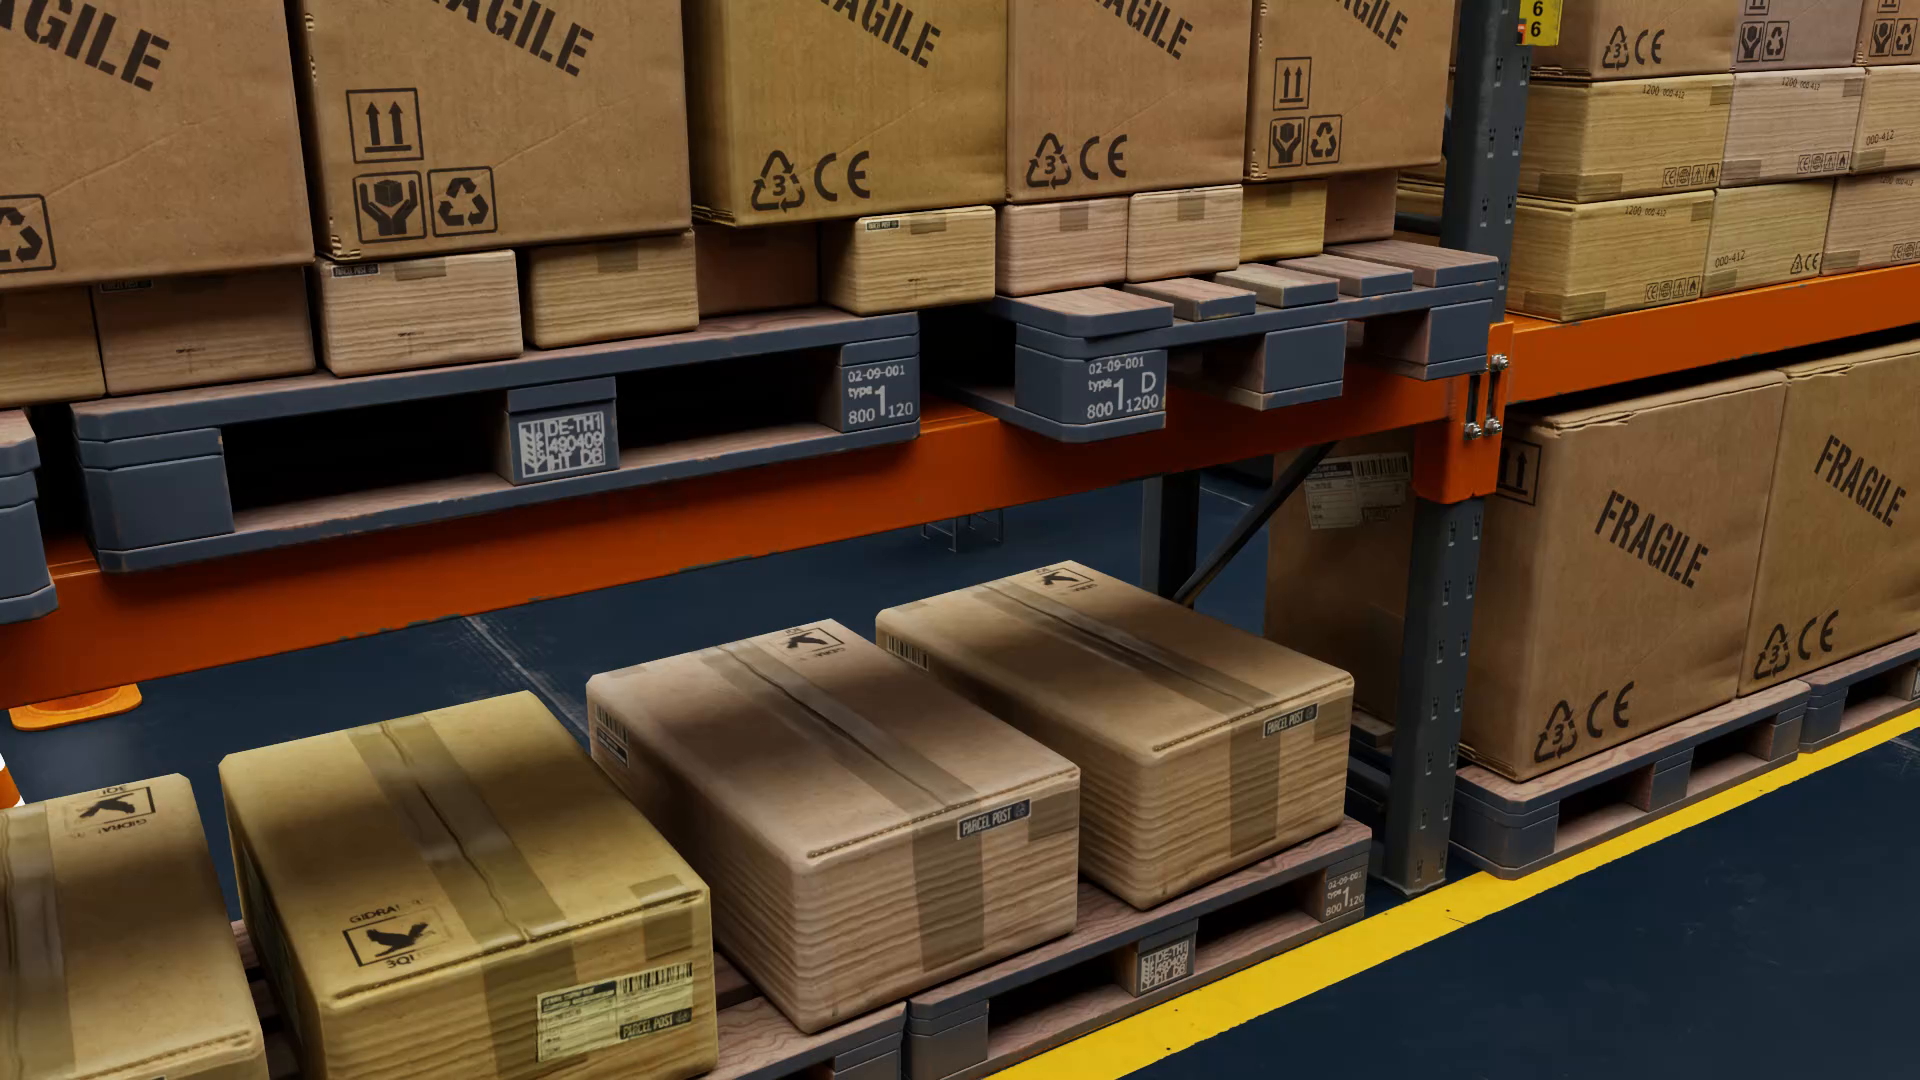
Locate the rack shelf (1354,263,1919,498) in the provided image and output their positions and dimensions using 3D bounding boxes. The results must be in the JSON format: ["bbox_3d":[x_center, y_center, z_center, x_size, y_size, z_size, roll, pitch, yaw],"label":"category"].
[{"bbox_3d":[2.474,-0.753,4.910,4.000,0.370,1.077,-12,22,-31],"label":"rack shelf"}]

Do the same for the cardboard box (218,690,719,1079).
[{"bbox_3d":[-0.922,0.666,3.039,0.625,0.372,0.950,-11,22,-30],"label":"cardboard box"}]

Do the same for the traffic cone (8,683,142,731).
[{"bbox_3d":[-2.579,0.254,4.771,0.334,0.463,0.336,-12,22,-31],"label":"traffic cone"}]

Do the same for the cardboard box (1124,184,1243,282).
[{"bbox_3d":[0.289,-0.577,3.006,0.250,0.149,0.380,-12,22,-32],"label":"cardboard box"}]

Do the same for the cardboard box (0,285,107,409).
[{"bbox_3d":[-1.256,-0.275,2.112,0.250,0.149,0.380,-12,22,-31],"label":"cardboard box"}]

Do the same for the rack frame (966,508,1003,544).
[{"bbox_3d":[0.092,-0.446,6.158,0.006,0.900,0.240,-12,22,-31],"label":"rack frame"}]

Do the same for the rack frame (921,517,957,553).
[{"bbox_3d":[-0.078,-0.410,6.052,0.006,0.900,0.240,-12,22,-31],"label":"rack frame"}]

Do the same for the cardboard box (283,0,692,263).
[{"bbox_3d":[-0.726,-0.695,2.340,0.500,0.500,0.500,-13,23,-34],"label":"cardboard box"}]

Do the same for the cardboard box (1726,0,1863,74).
[{"bbox_3d":[1.759,-1.373,3.907,0.500,0.500,0.500,-12,22,-31],"label":"cardboard box"}]

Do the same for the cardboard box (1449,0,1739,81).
[{"bbox_3d":[1.350,-1.284,3.640,0.500,0.500,0.500,-13,22,-33],"label":"cardboard box"}]

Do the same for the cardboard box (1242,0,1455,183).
[{"bbox_3d":[0.577,-0.974,3.165,0.500,0.500,0.500,-13,22,-33],"label":"cardboard box"}]

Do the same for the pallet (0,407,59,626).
[{"bbox_3d":[-1.819,-0.041,1.983,1.213,0.211,1.003,-12,22,-31],"label":"pallet"}]

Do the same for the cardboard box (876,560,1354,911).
[{"bbox_3d":[0.326,0.402,3.820,0.625,0.372,0.950,-14,23,-35],"label":"cardboard box"}]

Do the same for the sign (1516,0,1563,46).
[{"bbox_3d":[1.110,-1.109,3.156,0.005,0.325,0.100,-12,22,-31],"label":"sign"}]

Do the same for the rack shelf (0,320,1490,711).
[{"bbox_3d":[-0.867,-0.048,2.826,4.000,0.370,1.077,-12,22,-31],"label":"rack shelf"}]

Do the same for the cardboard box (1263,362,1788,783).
[{"bbox_3d":[1.426,-0.033,4.320,0.875,0.875,0.875,-12,22,-32],"label":"cardboard box"}]

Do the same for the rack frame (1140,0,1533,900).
[{"bbox_3d":[0.803,-0.741,3.753,0.127,3.000,1.000,-12,22,-31],"label":"rack frame"}]

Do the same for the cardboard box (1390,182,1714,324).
[{"bbox_3d":[1.351,-0.689,3.833,0.500,0.250,0.500,-12,22,-32],"label":"cardboard box"}]

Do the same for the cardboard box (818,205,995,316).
[{"bbox_3d":[-0.148,-0.483,2.726,0.250,0.149,0.380,-11,22,-30],"label":"cardboard box"}]

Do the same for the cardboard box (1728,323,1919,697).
[{"bbox_3d":[2.173,-0.189,4.782,0.875,0.875,0.875,-12,22,-31],"label":"cardboard box"}]

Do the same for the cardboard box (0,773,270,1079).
[{"bbox_3d":[-1.502,0.789,2.675,0.625,0.372,0.950,-10,21,-28],"label":"cardboard box"}]

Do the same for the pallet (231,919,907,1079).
[{"bbox_3d":[-0.868,0.931,3.162,1.213,0.211,1.003,-12,22,-31],"label":"pallet"}]

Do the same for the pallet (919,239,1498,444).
[{"bbox_3d":[0.267,-0.496,3.328,1.003,0.211,1.213,-12,22,-31],"label":"pallet"}]

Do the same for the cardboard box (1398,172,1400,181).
[{"bbox_3d":[1.068,-1.060,4.150,0.500,0.250,0.500,-12,22,-32],"label":"cardboard box"}]

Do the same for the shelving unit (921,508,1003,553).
[{"bbox_3d":[0.007,-0.428,6.105,0.210,0.900,0.258,-12,22,-31],"label":"shelving unit"}]

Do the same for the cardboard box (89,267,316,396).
[{"bbox_3d":[-1.049,-0.318,2.240,0.250,0.149,0.380,-12,22,-31],"label":"cardboard box"}]

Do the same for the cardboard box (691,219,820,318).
[{"bbox_3d":[-0.427,-0.472,2.695,0.250,0.149,0.380,-12,22,-31],"label":"cardboard box"}]

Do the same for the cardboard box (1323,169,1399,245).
[{"bbox_3d":[0.659,-0.700,3.369,0.250,0.149,0.380,-11,22,-29],"label":"cardboard box"}]

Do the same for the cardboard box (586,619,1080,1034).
[{"bbox_3d":[-0.286,0.534,3.429,0.625,0.372,0.950,-12,22,-32],"label":"cardboard box"}]

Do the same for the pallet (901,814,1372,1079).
[{"bbox_3d":[0.150,0.717,3.794,1.213,0.211,1.003,-12,22,-31],"label":"pallet"}]

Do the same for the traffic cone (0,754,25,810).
[{"bbox_3d":[-2.272,0.572,3.829,0.334,0.463,0.336,-12,22,-31],"label":"traffic cone"}]

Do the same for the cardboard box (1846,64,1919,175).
[{"bbox_3d":[2.218,-1.105,4.284,0.500,0.250,0.500,-12,22,-32],"label":"cardboard box"}]

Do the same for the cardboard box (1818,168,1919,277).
[{"bbox_3d":[2.211,-0.875,4.383,0.500,0.250,0.500,-11,22,-30],"label":"cardboard box"}]

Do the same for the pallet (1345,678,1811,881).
[{"bbox_3d":[1.503,0.461,4.551,1.213,0.211,1.003,-12,22,-31],"label":"pallet"}]

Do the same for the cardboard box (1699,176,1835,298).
[{"bbox_3d":[1.770,-0.784,4.115,0.500,0.250,0.500,-13,22,-33],"label":"cardboard box"}]

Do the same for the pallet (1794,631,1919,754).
[{"bbox_3d":[2.521,0.248,5.183,1.213,0.211,1.003,-12,22,-31],"label":"pallet"}]

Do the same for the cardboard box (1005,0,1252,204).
[{"bbox_3d":[0.151,-0.880,2.887,0.500,0.500,0.500,-12,22,-32],"label":"cardboard box"}]

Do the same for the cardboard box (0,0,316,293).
[{"bbox_3d":[-1.150,-0.601,2.064,0.500,0.500,0.500,-12,22,-32],"label":"cardboard box"}]

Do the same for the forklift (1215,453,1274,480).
[{"bbox_3d":[2.108,-1.985,7.541,3.031,2.935,1.130,-16,24,-39],"label":"forklift"}]

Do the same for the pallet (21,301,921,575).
[{"bbox_3d":[-0.827,-0.291,2.720,1.213,0.211,1.003,-12,22,-31],"label":"pallet"}]

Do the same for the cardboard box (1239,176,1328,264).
[{"bbox_3d":[0.475,-0.634,3.172,0.250,0.149,0.380,-12,22,-31],"label":"cardboard box"}]

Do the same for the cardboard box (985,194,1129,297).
[{"bbox_3d":[0.075,-0.535,2.881,0.250,0.149,0.380,-13,23,-34],"label":"cardboard box"}]

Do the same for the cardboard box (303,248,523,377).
[{"bbox_3d":[-0.798,-0.351,2.337,0.250,0.149,0.380,-11,22,-29],"label":"cardboard box"}]

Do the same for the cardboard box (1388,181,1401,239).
[{"bbox_3d":[1.083,-0.829,4.246,0.500,0.250,0.500,-13,23,-33],"label":"cardboard box"}]

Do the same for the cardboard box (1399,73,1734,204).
[{"bbox_3d":[1.362,-0.930,3.766,0.500,0.250,0.500,-12,22,-32],"label":"cardboard box"}]

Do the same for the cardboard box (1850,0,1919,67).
[{"bbox_3d":[2.199,-1.460,4.164,0.500,0.500,0.500,-11,22,-30],"label":"cardboard box"}]

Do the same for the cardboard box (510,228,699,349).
[{"bbox_3d":[-0.591,-0.406,2.499,0.250,0.149,0.380,-13,22,-33],"label":"cardboard box"}]

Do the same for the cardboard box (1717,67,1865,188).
[{"bbox_3d":[1.795,-1.021,4.034,0.500,0.250,0.500,-11,22,-30],"label":"cardboard box"}]

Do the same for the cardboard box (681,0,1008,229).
[{"bbox_3d":[-0.270,-0.791,2.623,0.500,0.500,0.500,-14,23,-35],"label":"cardboard box"}]
